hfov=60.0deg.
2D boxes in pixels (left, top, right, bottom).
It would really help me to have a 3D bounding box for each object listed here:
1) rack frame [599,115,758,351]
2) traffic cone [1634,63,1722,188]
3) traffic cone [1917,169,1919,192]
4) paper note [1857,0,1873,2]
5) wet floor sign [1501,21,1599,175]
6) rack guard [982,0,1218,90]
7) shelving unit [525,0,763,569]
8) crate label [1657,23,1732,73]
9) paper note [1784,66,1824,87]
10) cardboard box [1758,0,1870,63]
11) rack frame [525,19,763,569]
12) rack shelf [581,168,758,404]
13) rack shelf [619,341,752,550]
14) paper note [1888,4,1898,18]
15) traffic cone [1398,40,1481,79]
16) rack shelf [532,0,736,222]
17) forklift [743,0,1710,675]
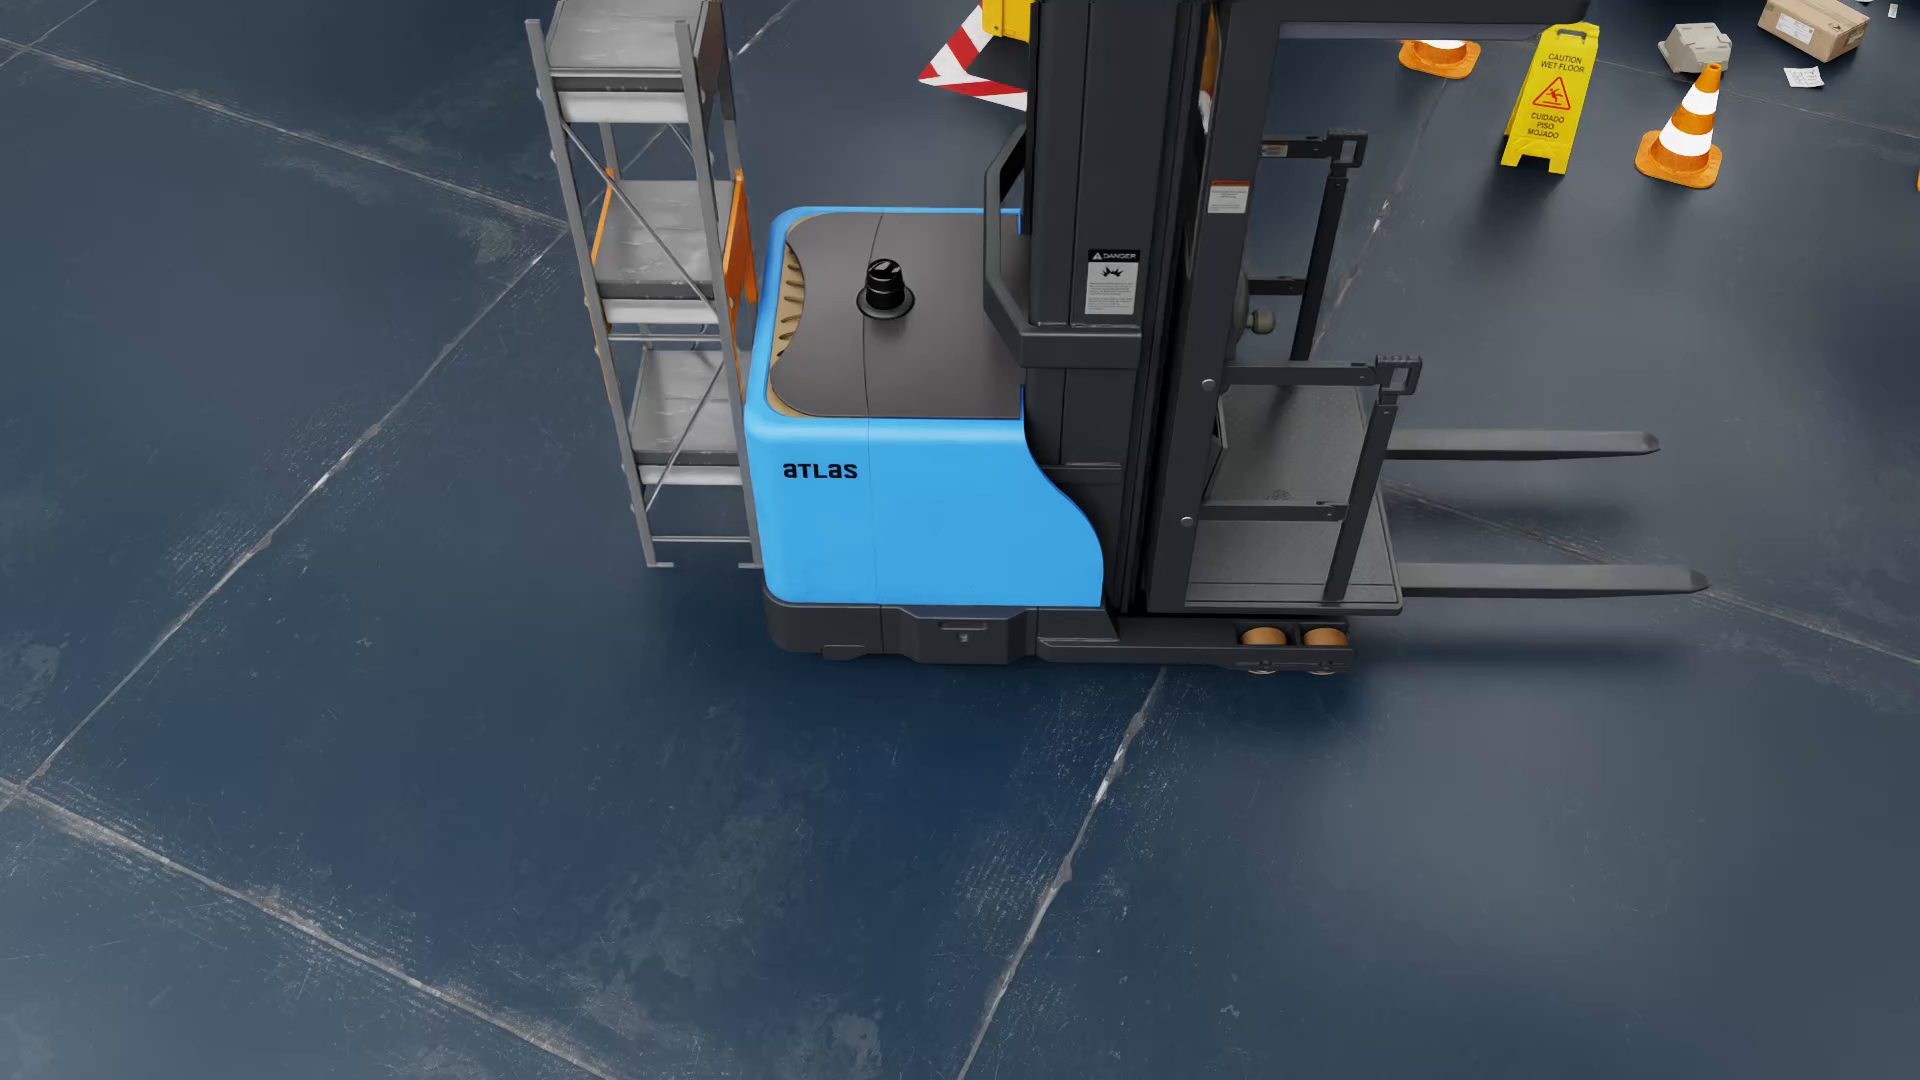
[{"bbox_3d":[-0.859,-0.962,5.190,0.400,2.100,0.015,1,50,1],"label":"rack frame"},{"bbox_3d":[3.081,-1.780,6.961,0.336,0.463,0.334,20,52,16],"label":"traffic cone"},{"bbox_3d":[4.230,-1.653,6.853,0.336,0.463,0.334,20,52,16],"label":"traffic cone"},{"bbox_3d":[4.316,-2.628,7.974,0.142,0.019,0.148,-37,59,-27],"label":"paper note"},{"bbox_3d":[2.472,-1.873,6.920,0.267,0.644,0.232,12,51,10],"label":"wet floor sign"},{"bbox_3d":[0.684,-2.474,7.527,1.175,0.500,0.348,20,52,16],"label":"rack guard"},{"bbox_3d":[-0.862,-0.776,5.032,0.431,2.100,0.503,1,50,1],"label":"shelving unit"},{"bbox_3d":[3.361,-2.236,7.563,0.250,0.136,0.298,-4,50,-3],"label":"crate label"},{"bbox_3d":[3.817,-2.096,7.513,0.148,0.019,0.142,4,50,3],"label":"paper note"},{"bbox_3d":[3.946,-2.395,7.690,0.250,0.149,0.380,-28,55,-22],"label":"cardboard box"},{"bbox_3d":[-0.865,-0.590,4.874,0.400,2.100,0.015,1,50,1],"label":"rack frame"},{"bbox_3d":[-0.862,-0.767,5.042,0.431,0.518,0.480,1,50,1],"label":"rack shelf"},{"bbox_3d":[-0.862,-0.314,5.575,0.431,0.518,0.480,1,50,1],"label":"rack shelf"},{"bbox_3d":[4.420,-2.508,7.877,0.032,0.001,0.123,20,52,16],"label":"paper note"},{"bbox_3d":[2.205,-2.382,7.473,0.336,0.463,0.334,20,52,16],"label":"traffic cone"},{"bbox_3d":[-0.862,-1.221,4.509,0.431,0.518,0.480,1,50,1],"label":"rack shelf"},{"bbox_3d":[0.897,-0.926,4.613,3.031,2.935,1.130,1,50,1],"label":"forklift"}]
